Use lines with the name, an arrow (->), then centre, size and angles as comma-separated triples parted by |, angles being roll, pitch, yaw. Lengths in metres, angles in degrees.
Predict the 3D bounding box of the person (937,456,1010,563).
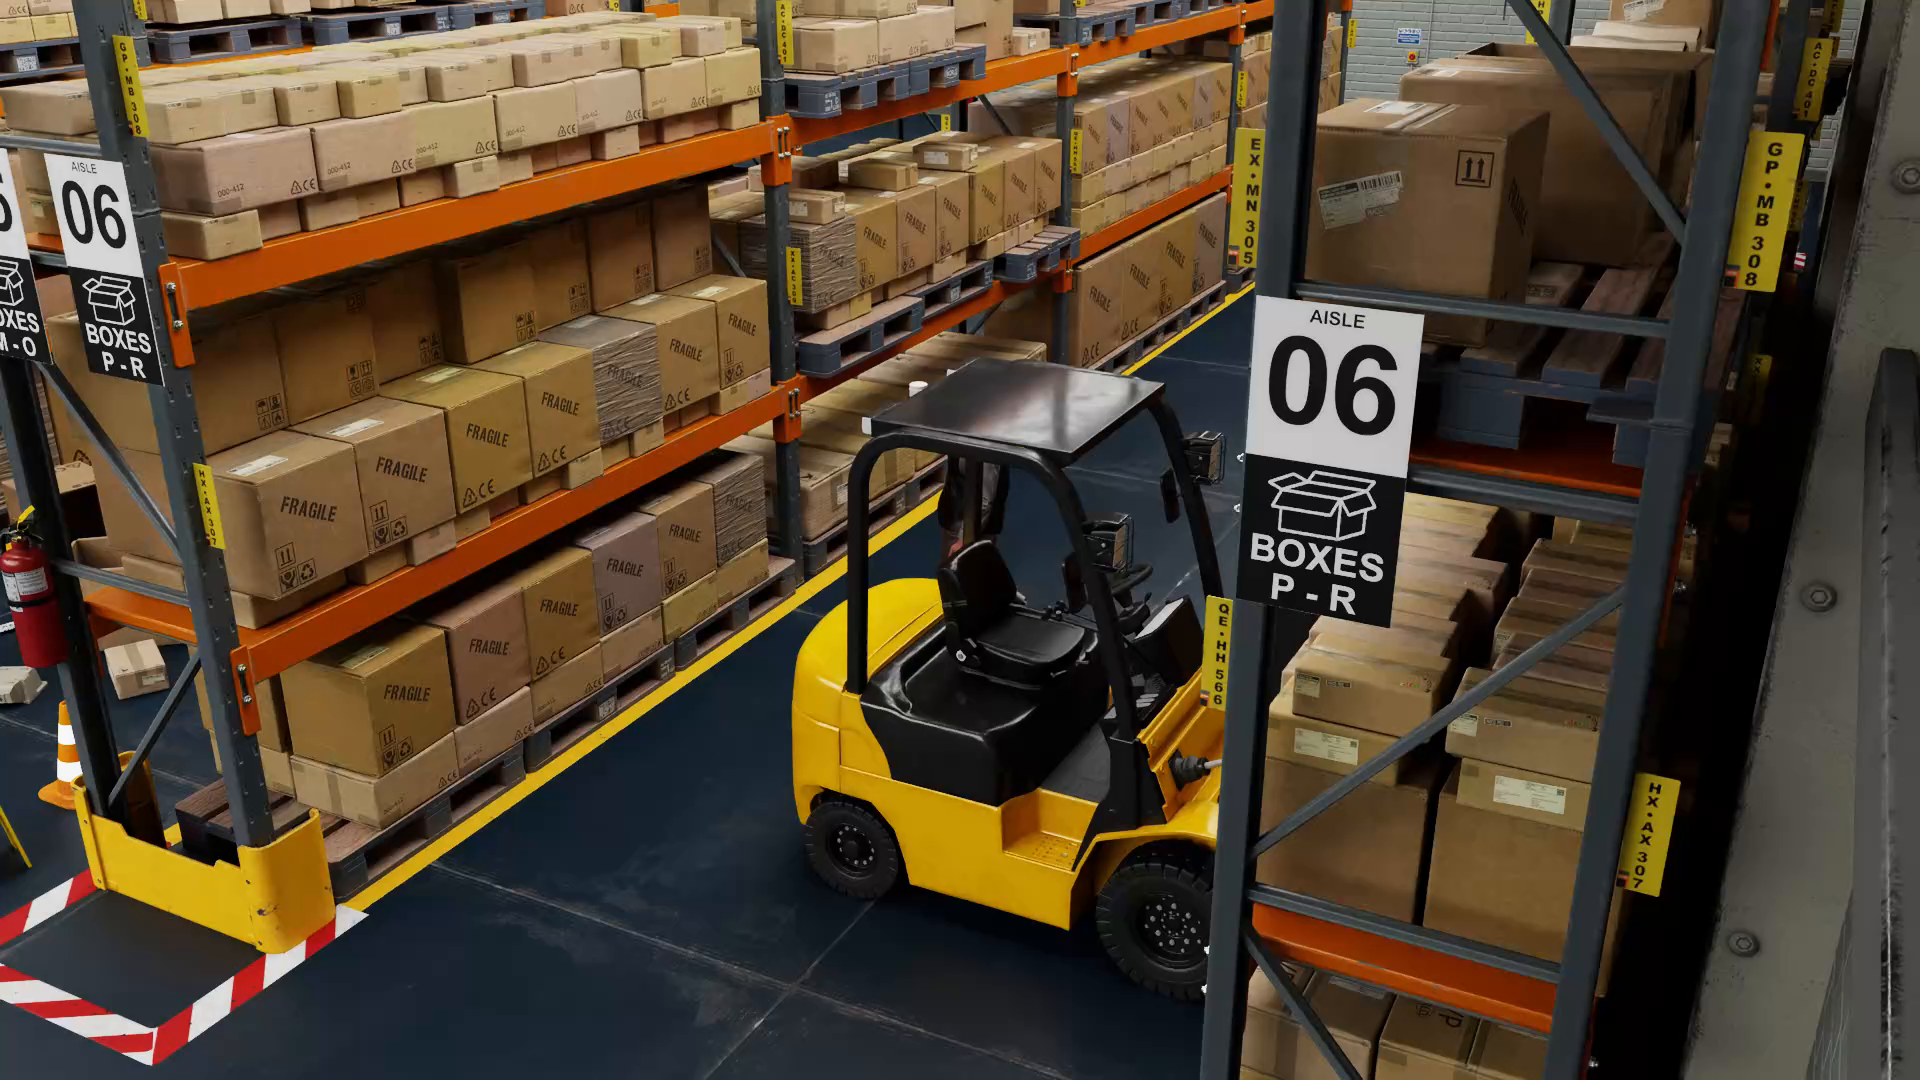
person -> -0.023, -0.066, 8.762 | 0.568, 1.720, 0.631 | -1, 23, -2
